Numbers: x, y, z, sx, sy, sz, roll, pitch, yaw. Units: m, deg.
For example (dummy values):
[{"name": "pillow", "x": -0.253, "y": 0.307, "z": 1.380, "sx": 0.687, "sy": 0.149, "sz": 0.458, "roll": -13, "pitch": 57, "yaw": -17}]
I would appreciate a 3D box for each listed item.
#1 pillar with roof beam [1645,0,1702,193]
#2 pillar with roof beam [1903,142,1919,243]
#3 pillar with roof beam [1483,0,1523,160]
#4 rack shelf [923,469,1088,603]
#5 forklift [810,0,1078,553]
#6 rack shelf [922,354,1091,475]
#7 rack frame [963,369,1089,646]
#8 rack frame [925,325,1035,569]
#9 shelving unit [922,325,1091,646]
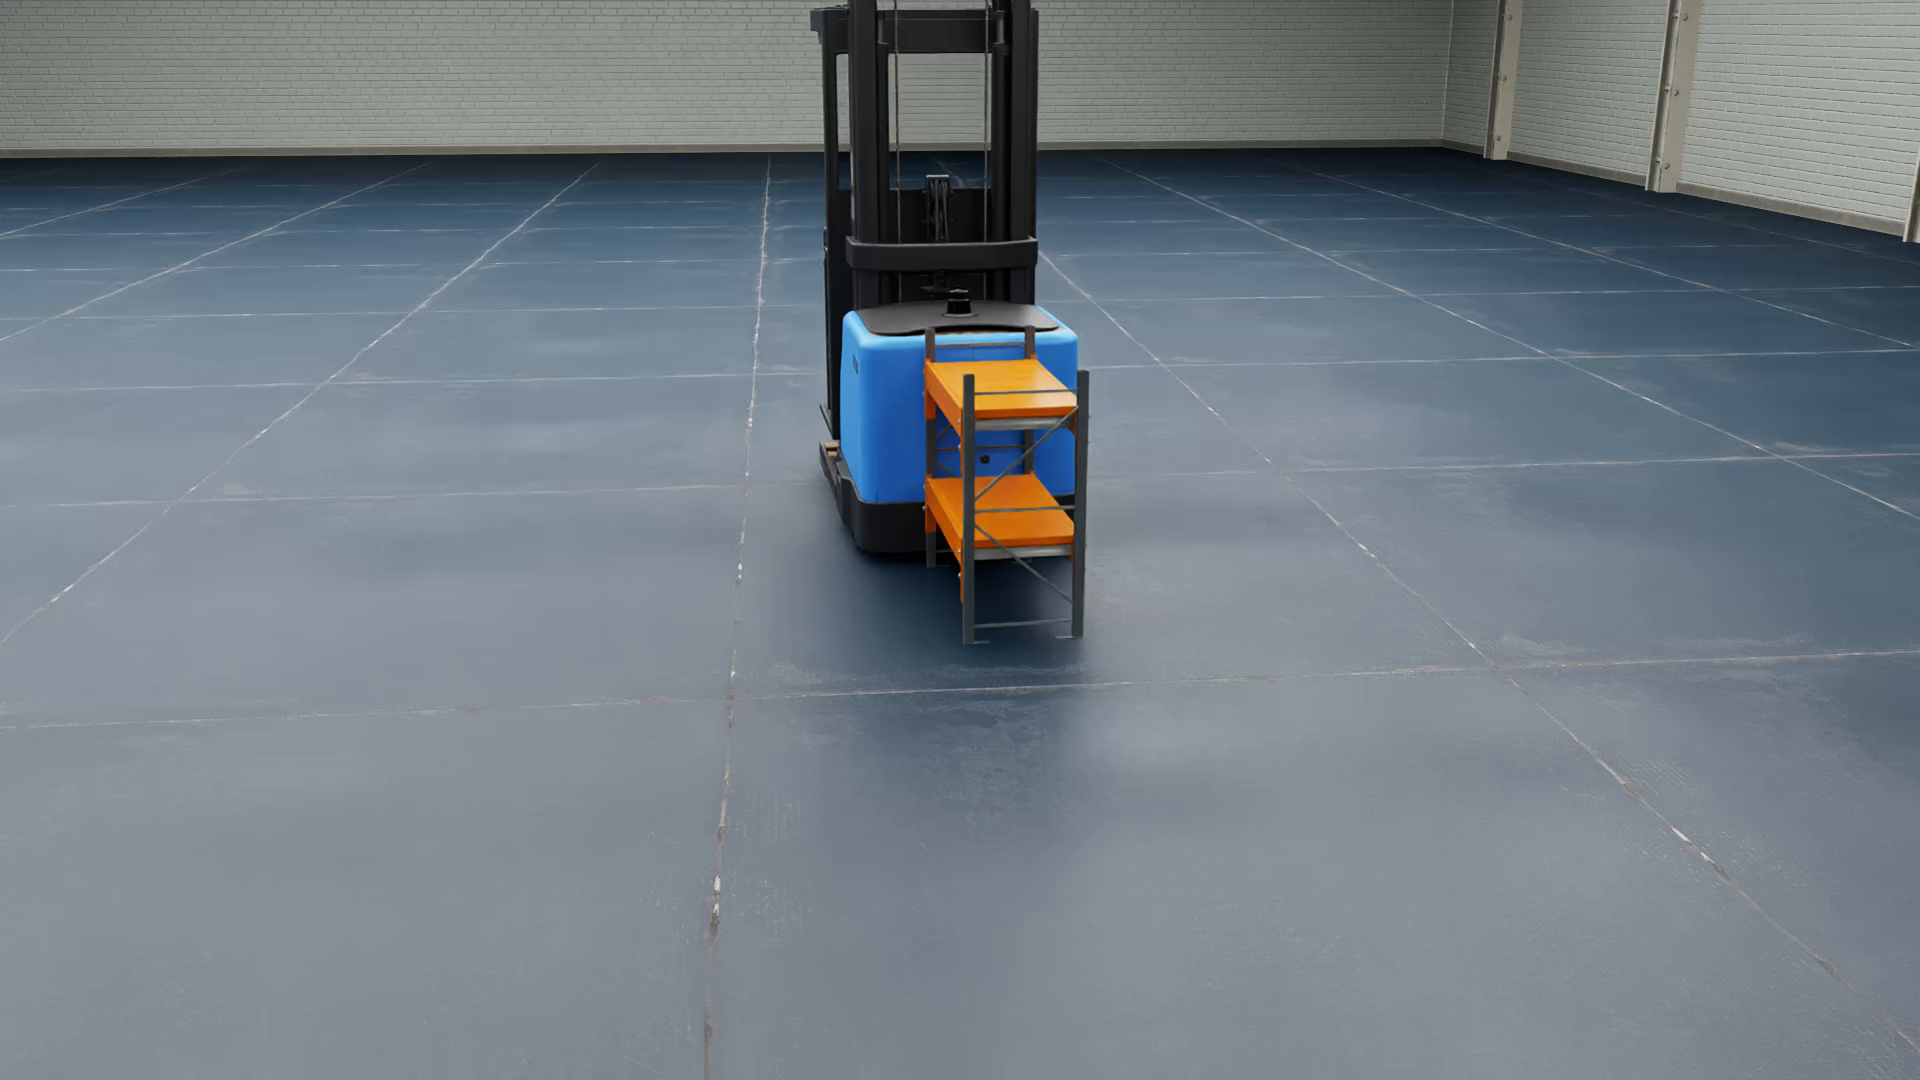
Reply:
[{"name": "pillar with roof beam", "x": 6.113, "y": -9.332, "z": 22.878, "sx": 9.100, "sy": 9.000, "sz": 0.400, "roll": -2, "pitch": 18, "yaw": -6}, {"name": "pillar with roof beam", "x": 6.732, "y": -7.544, "z": 17.184, "sx": 9.100, "sy": 9.000, "sz": 0.400, "roll": -2, "pitch": 18, "yaw": -6}, {"name": "pillar with roof beam", "x": 5.494, "y": -11.119, "z": 28.572, "sx": 9.100, "sy": 9.000, "sz": 0.400, "roll": -2, "pitch": 18, "yaw": -6}, {"name": "rack shelf", "x": 0.176, "y": -0.037, "z": 7.233, "sx": 0.538, "sy": 0.278, "sz": 1.000, "roll": -3, "pitch": 18, "yaw": -9}, {"name": "forklift", "x": -0.190, "y": -1.737, "z": 8.817, "sx": 1.130, "sy": 2.935, "sz": 3.031, "roll": -3, "pitch": 18, "yaw": -9}, {"name": "rack shelf", "x": 0.176, "y": -0.549, "z": 7.072, "sx": 0.538, "sy": 0.278, "sz": 1.000, "roll": -3, "pitch": 18, "yaw": -9}, {"name": "rack frame", "x": 0.260, "y": -0.120, "z": 6.682, "sx": 0.500, "sy": 1.125, "sz": 0.032, "roll": -3, "pitch": 18, "yaw": -9}, {"name": "rack frame", "x": 0.091, "y": -0.420, "z": 7.638, "sx": 0.500, "sy": 1.125, "sz": 0.032, "roll": -3, "pitch": 18, "yaw": -9}, {"name": "shelving unit", "x": 0.176, "y": -0.270, "z": 7.160, "sx": 0.538, "sy": 1.125, "sz": 1.048, "roll": -3, "pitch": 18, "yaw": -9}]
